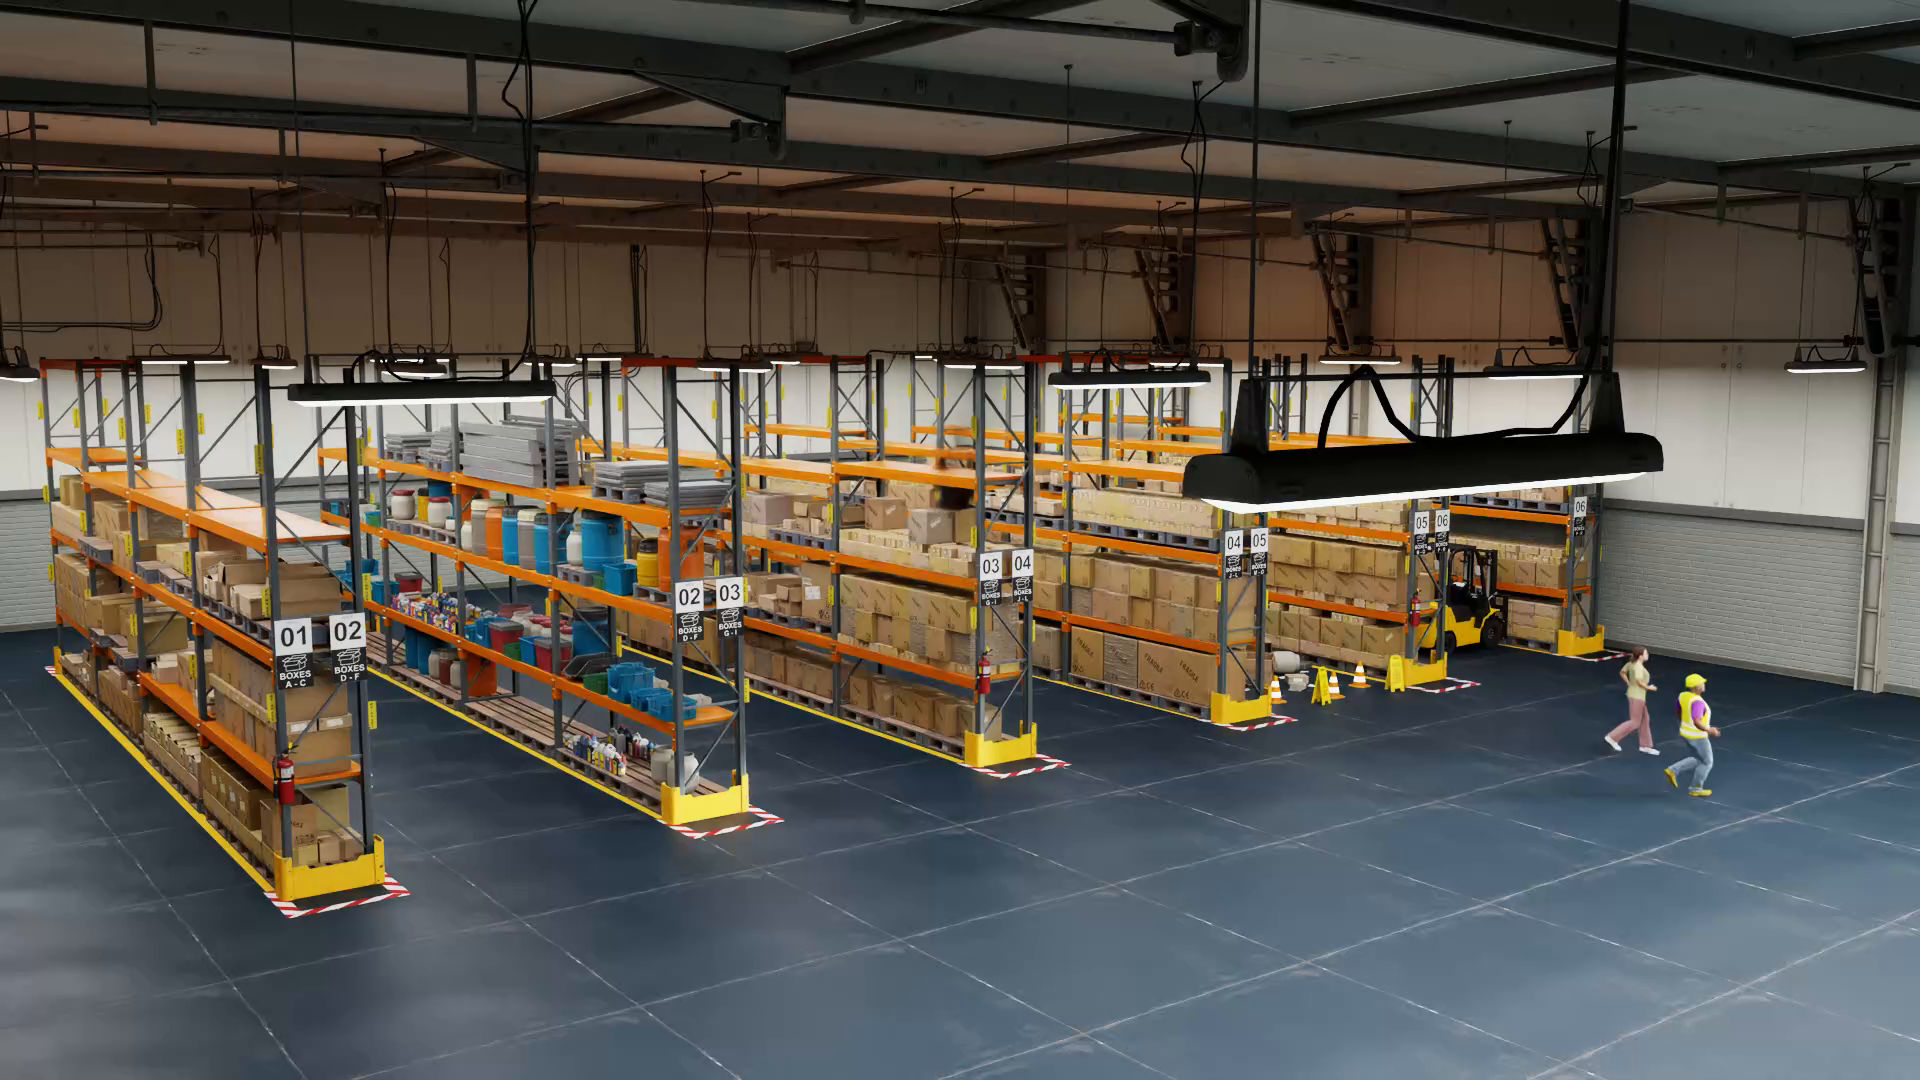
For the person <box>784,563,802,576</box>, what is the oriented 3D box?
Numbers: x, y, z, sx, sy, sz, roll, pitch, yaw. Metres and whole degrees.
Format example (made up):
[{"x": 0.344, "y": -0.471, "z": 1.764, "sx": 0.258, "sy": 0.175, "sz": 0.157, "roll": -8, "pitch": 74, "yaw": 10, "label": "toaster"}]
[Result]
[{"x": -4.372, "y": 0.449, "z": 42.208, "sx": 0.787, "sy": 1.742, "sz": 0.722, "roll": 3, "pitch": 8, "yaw": 24, "label": "person"}]

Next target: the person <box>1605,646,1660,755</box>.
[{"x": 10.326, "y": 2.452, "z": 25.471, "sx": 0.846, "sy": 1.686, "sz": 0.597, "roll": 1, "pitch": 7, "yaw": 9, "label": "person"}]

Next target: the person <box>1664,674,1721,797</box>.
[{"x": 10.172, "y": 2.712, "z": 23.103, "sx": 0.625, "sy": 1.716, "sz": 0.700, "roll": 0, "pitch": 7, "yaw": 0, "label": "person"}]
